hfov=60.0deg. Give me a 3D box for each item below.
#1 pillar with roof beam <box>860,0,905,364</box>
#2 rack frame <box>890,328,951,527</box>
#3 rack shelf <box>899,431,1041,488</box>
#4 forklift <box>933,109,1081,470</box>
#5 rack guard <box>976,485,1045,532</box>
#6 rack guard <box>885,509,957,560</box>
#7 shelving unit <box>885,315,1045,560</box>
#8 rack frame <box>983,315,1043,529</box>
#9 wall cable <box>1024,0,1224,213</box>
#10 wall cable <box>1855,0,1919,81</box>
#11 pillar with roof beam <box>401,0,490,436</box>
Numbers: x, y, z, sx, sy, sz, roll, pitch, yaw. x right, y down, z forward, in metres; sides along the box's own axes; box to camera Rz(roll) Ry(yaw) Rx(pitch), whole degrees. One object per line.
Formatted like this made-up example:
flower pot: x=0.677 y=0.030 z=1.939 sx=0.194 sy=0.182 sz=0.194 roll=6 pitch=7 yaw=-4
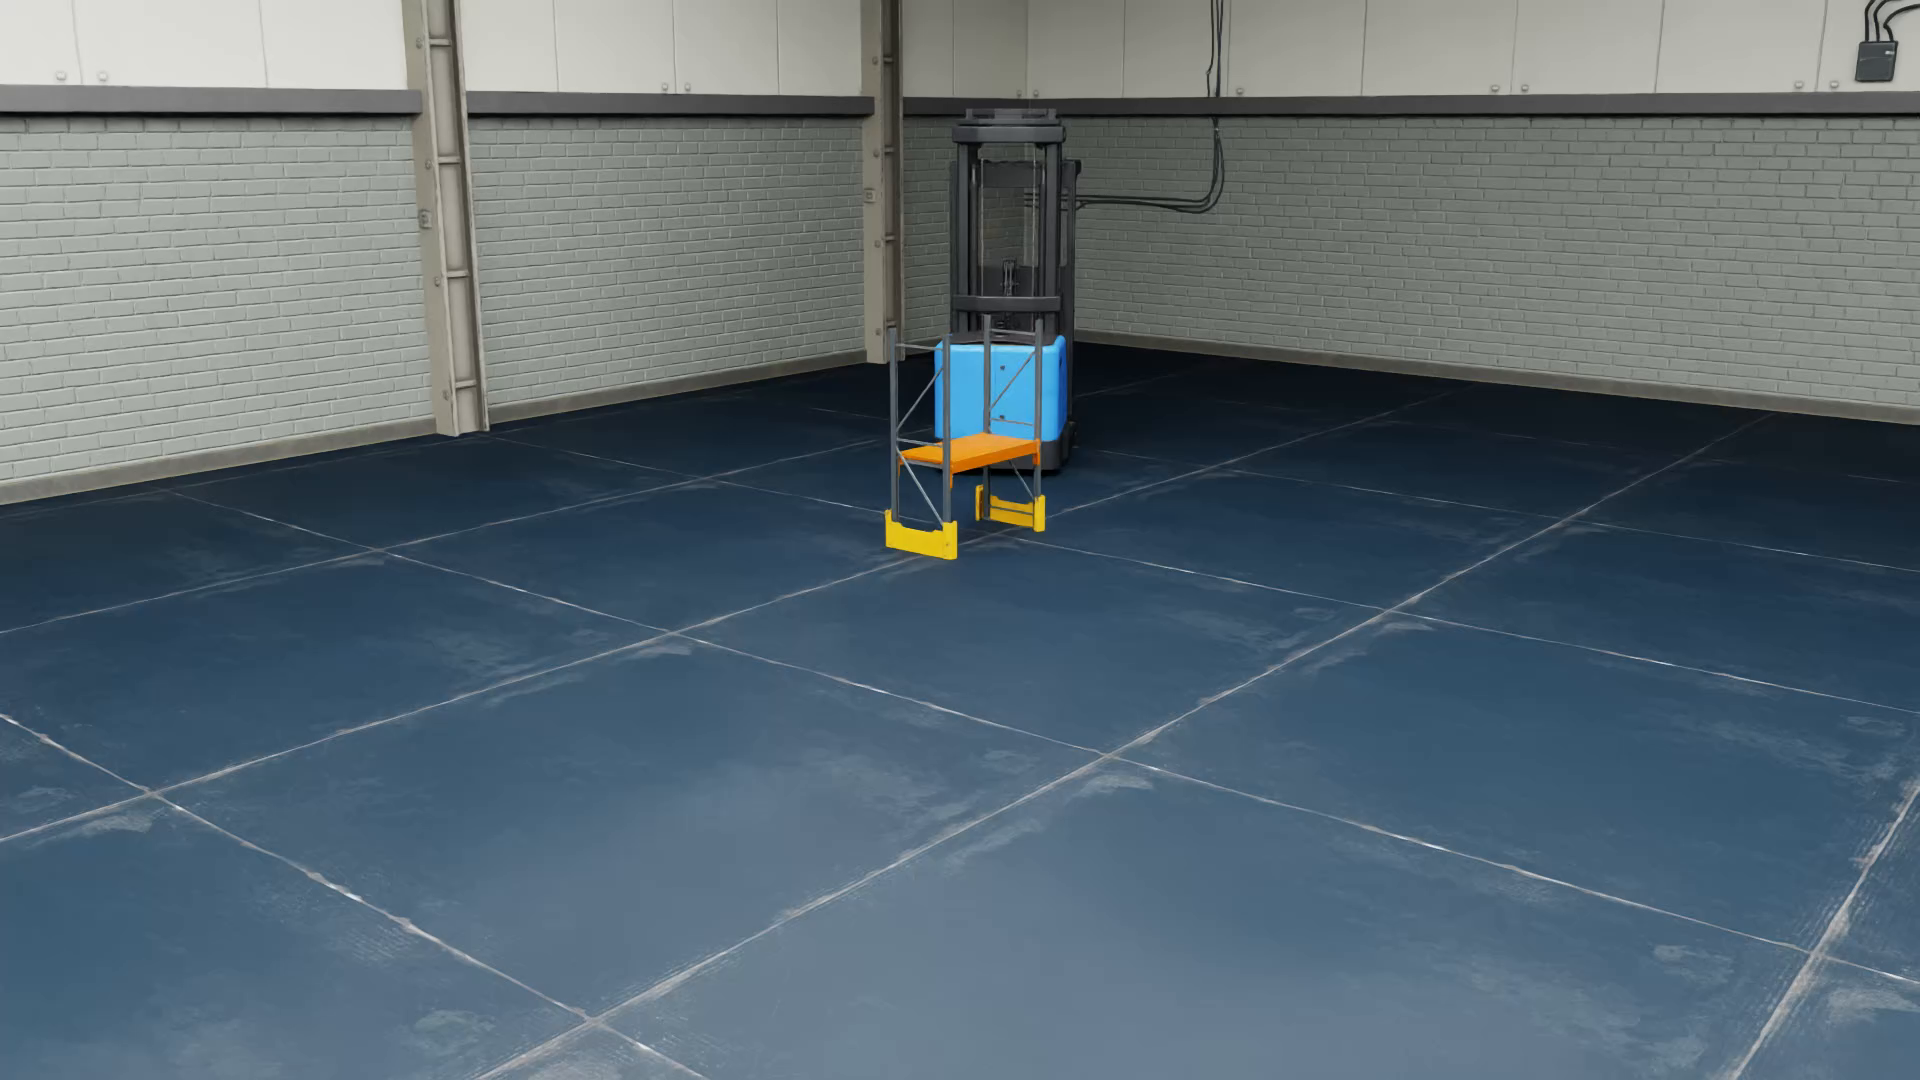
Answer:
pillar with roof beam: x=2.443 y=-5.864 z=16.428 sx=9.100 sy=9.000 sz=0.400 roll=11 pitch=18 yaw=38
rack frame: x=-0.266 y=-0.646 z=11.119 sx=0.500 sy=1.500 sz=0.032 roll=11 pitch=18 yaw=38
rack shelf: x=0.054 y=-0.569 z=11.547 sx=0.538 sy=0.185 sz=1.000 roll=11 pitch=18 yaw=38
forklift: x=0.488 y=-2.306 z=14.749 sx=1.130 sy=2.935 sz=3.031 roll=2 pitch=14 yaw=7
rack guard: x=0.361 y=-0.231 z=12.025 sx=0.587 sy=0.250 sz=0.087 roll=11 pitch=18 yaw=38
rack guard: x=-0.265 y=-0.040 z=11.274 sx=0.587 sy=0.250 sz=0.087 roll=11 pitch=18 yaw=38
shelving unit: x=0.048 y=-0.742 z=11.496 sx=0.587 sy=1.500 sz=1.083 roll=11 pitch=18 yaw=38
rack frame: x=0.373 y=-0.841 z=11.886 sx=0.500 sy=1.500 sz=0.032 roll=11 pitch=18 yaw=38
wall cable: x=1.974 y=-5.384 z=20.849 sx=3.097 sy=2.526 sz=0.112 roll=11 pitch=18 yaw=38
wall cable: x=9.348 y=-7.066 z=14.253 sx=2.305 sy=6.003 sz=0.169 roll=11 pitch=18 yaw=38
pillar with roof beam: x=-1.328 y=-4.715 z=11.905 sx=9.100 sy=9.000 sz=0.400 roll=11 pitch=18 yaw=38
